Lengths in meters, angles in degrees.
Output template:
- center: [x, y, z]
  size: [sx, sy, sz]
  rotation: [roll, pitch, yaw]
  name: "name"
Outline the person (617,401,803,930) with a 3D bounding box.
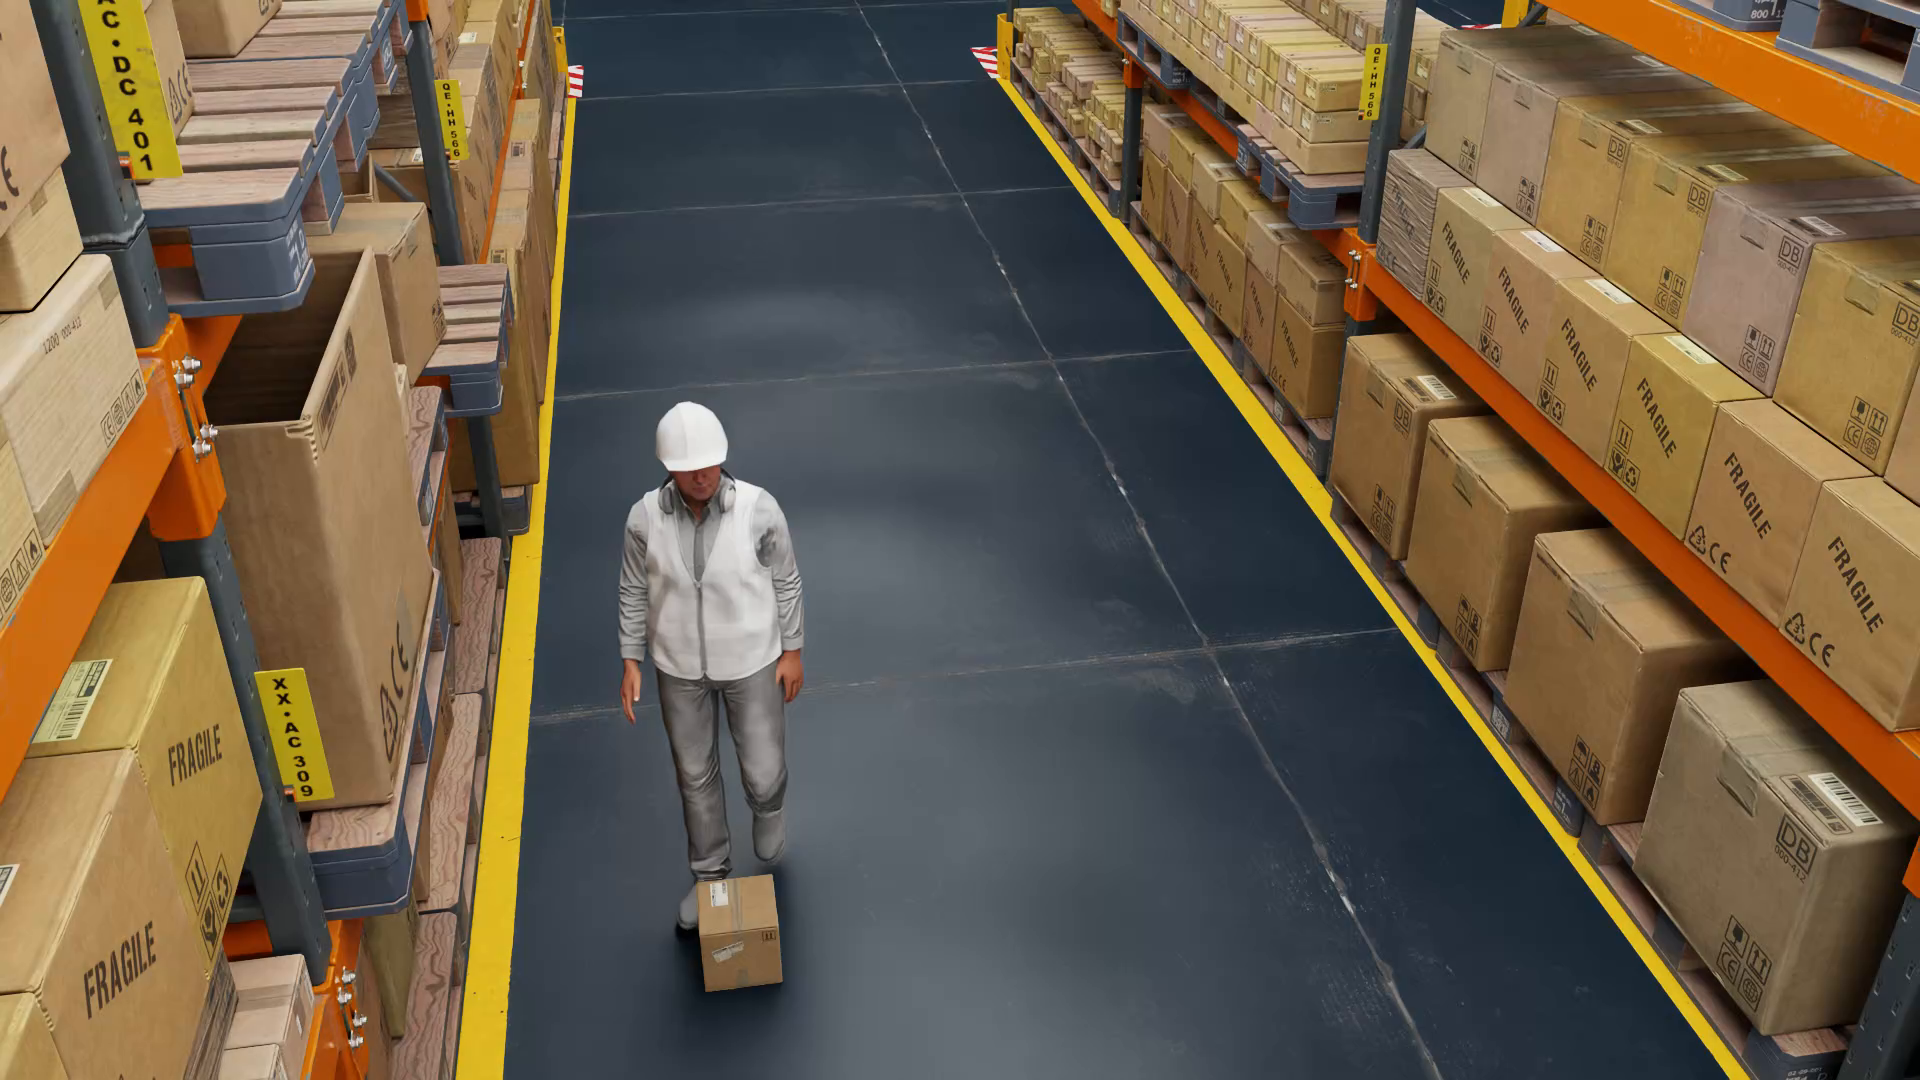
- center: [-0.811, 0.418, 5.380]
  size: [0.587, 1.764, 0.585]
  rotation: [2, 31, 3]
  name: "person"
